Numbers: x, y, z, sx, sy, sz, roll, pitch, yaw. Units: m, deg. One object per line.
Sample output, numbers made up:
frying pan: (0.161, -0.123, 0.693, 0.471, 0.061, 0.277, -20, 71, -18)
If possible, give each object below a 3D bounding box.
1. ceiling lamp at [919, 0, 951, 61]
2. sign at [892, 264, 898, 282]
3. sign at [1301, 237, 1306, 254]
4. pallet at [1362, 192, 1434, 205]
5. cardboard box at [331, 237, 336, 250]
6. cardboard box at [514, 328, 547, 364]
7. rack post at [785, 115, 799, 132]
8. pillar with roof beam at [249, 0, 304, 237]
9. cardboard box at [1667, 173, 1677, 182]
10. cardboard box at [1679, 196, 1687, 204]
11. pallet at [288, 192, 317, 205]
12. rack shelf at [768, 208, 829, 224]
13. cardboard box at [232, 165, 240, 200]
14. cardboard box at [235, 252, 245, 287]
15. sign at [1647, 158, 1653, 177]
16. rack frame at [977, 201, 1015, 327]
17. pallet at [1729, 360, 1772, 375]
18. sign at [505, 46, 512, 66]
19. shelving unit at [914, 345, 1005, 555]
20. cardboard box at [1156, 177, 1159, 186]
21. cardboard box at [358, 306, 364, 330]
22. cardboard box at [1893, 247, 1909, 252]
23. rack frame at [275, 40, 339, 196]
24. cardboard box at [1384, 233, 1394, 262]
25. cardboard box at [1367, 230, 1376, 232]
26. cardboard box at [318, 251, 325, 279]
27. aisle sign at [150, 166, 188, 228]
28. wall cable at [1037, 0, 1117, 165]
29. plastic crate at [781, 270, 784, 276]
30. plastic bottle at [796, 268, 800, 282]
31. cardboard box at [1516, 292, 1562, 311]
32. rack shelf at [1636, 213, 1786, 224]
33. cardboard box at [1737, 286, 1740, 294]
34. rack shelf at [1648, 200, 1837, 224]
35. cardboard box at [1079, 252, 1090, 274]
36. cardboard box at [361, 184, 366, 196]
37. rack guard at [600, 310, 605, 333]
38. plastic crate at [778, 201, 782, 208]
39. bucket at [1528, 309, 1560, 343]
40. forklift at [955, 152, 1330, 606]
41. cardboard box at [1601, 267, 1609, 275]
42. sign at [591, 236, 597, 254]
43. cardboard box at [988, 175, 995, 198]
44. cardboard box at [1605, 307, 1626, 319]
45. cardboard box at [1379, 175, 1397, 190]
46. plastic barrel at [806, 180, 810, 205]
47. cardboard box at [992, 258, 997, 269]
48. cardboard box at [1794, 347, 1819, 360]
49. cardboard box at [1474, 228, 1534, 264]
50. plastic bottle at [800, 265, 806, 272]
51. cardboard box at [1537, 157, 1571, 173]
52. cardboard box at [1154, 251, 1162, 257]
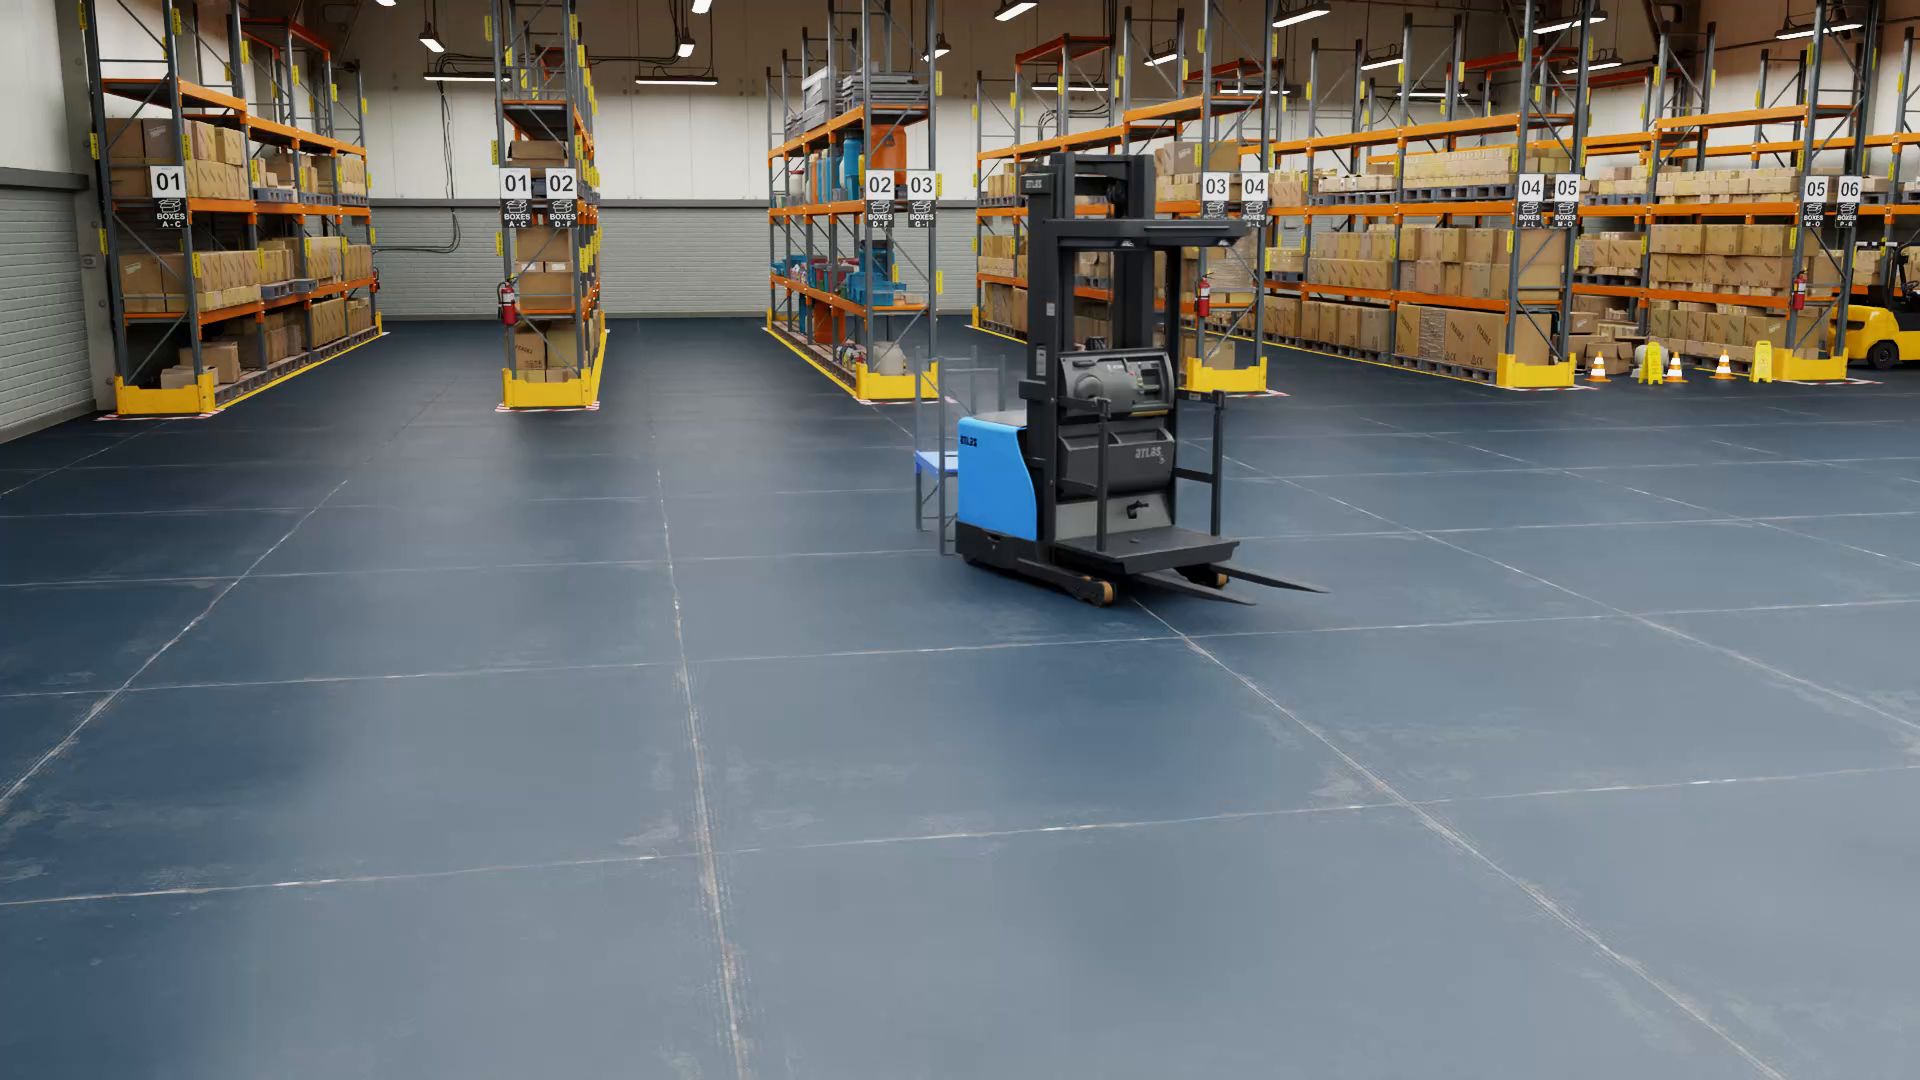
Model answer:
ceiling lamp: (-0.268, -11.492, 33.894, 0.800, 3.185, 2.000, -2, 11, -11)
sign: (-1.078, -4.415, 27.630, 0.100, 0.325, 0.005, -2, 11, -11)
sign: (6.815, -5.845, 32.999, 0.100, 0.325, 0.005, -2, 11, -11)
pallet: (7.897, -6.149, 29.969, 0.805, 0.209, 1.217, -3, 11, -13)
cardboard box: (-12.462, -5.771, 32.373, 0.500, 0.250, 0.500, -2, 11, -10)
cardboard box: (-6.307, -2.842, 24.333, 0.500, 0.500, 0.500, -2, 11, -11)
rack post: (-3.043, -8.483, 33.899, 0.937, 0.300, 0.954, -2, 11, -12)
pillar with roof beam: (-9.656, -8.569, 34.148, 9.100, 9.000, 0.548, -2, 11, -11)
cardboard box: (12.779, -6.427, 29.459, 0.380, 0.149, 0.250, -2, 11, -9)
cardboard box: (12.932, -5.994, 29.316, 0.380, 0.149, 0.250, -2, 11, -11)
pallet: (-12.293, -6.131, 29.870, 1.213, 0.211, 1.003, -2, 11, -8)
rack shelf: (-3.565, -7.215, 36.984, 1.077, 0.370, 4.000, -2, 11, -11)
cardboard box: (-10.911, -5.256, 24.448, 0.500, 0.500, 0.500, -3, 11, -16)
cardboard box: (-10.753, -3.946, 24.247, 0.500, 0.500, 0.500, -2, 11, -13)
sign: (12.415, -6.702, 29.926, 0.100, 0.325, 0.005, -2, 11, -11)
rack frame: (0.904, -6.642, 40.071, 1.000, 3.000, 0.127, -2, 11, -11)
pallet: (13.599, -2.862, 27.670, 1.003, 0.211, 1.213, -2, 11, -11)
sign: (-7.009, -7.505, 25.848, 0.100, 0.325, 0.005, -2, 11, -11)
shelving unit: (-0.012, -0.728, 13.013, 0.538, 1.500, 1.048, -2, 11, -11)
cardboard box: (3.290, -5.728, 26.583, 0.380, 0.149, 0.250, -2, 11, -12)
cardboard box: (-13.242, -4.771, 35.804, 0.700, 0.500, 0.500, -2, 11, -13)
cardboard box: (17.598, -5.427, 30.892, 0.380, 0.149, 0.250, -2, 11, -10)
rack frame: (-12.894, -8.315, 32.816, 1.000, 3.000, 0.127, -2, 11, -11)
cardboard box: (8.021, -5.234, 29.733, 0.700, 0.500, 0.500, -2, 11, -12)
cardboard box: (10.439, -7.444, 41.345, 0.500, 0.500, 0.500, -2, 11, -12)
cardboard box: (-12.148, -5.125, 30.986, 0.500, 0.500, 0.500, -2, 11, -11)
aisle sign: (-10.252, -4.442, 21.559, 0.394, 0.787, 0.004, -2, 11, -11)
wall cable: (3.186, -12.332, 45.316, 2.277, 5.999, 0.120, -2, 11, -11)
plastic crate: (-3.657, -5.818, 36.318, 0.437, 0.125, 0.590, -2, 11, -11)
plastic bottle: (-3.234, -5.356, 33.647, 0.152, 0.276, 0.135, -2, 11, -11)
cardboard box: (12.128, -4.827, 35.096, 0.875, 0.875, 0.875, -2, 11, -12)
rack shelf: (16.660, -7.203, 36.922, 1.077, 0.370, 4.000, -2, 11, -11)
cardboard box: (13.276, -4.194, 27.880, 0.380, 0.149, 0.250, -2, 11, -10)
rack shelf: (13.348, -5.555, 28.261, 1.077, 0.370, 4.000, -2, 11, -11)
cardboard box: (2.605, -5.333, 31.801, 0.500, 0.500, 0.500, -4, 11, -18)
cardboard box: (-13.269, -7.632, 36.262, 0.500, 0.250, 0.500, -2, 11, -9)
rack guard: (-8.799, -5.041, 38.342, 1.175, 0.500, 0.348, -2, 11, -11)
plastic crate: (-3.797, -7.292, 36.167, 0.293, 0.136, 0.466, -2, 11, -11)
bucket: (10.411, -3.801, 29.831, 0.726, 0.611, 0.620, 2, 1, 9)
forklift: (1.194, -1.106, 11.169, 1.130, 2.935, 3.031, -7, 13, -33)
cardboard box: (12.416, -5.110, 31.572, 0.380, 0.149, 0.250, -2, 11, -11)
sign: (-6.714, -5.405, 30.474, 0.100, 0.325, 0.005, -2, 11, -11)
cardboard box: (1.049, -8.219, 38.677, 0.700, 0.500, 0.500, -3, 11, -13)
cardboard box: (15.805, -5.470, 40.103, 0.396, 0.266, 0.258, -2, 11, -9)
cardboard box: (7.829, -6.382, 29.693, 0.500, 0.250, 0.500, -2, 11, -10)
plastic barrel: (-2.638, -6.455, 30.767, 0.421, 0.512, 0.421, 0, 11, 0)
cardboard box: (1.041, -6.334, 38.057, 0.500, 0.250, 0.500, -2, 11, -12)
cardboard box: (13.851, -3.081, 27.595, 0.500, 0.250, 0.500, -2, 11, -11)
cardboard box: (8.670, -4.641, 26.266, 0.875, 0.550, 0.550, -2, 11, -11)
plastic bottle: (-3.108, -5.269, 32.991, 0.144, 0.351, 0.185, -2, 11, -11)
cardboard box: (9.059, -5.769, 25.675, 0.500, 0.250, 0.500, -2, 11, -11)
cardboard box: (3.380, -4.761, 26.452, 0.500, 0.500, 0.500, -2, 11, -11)
